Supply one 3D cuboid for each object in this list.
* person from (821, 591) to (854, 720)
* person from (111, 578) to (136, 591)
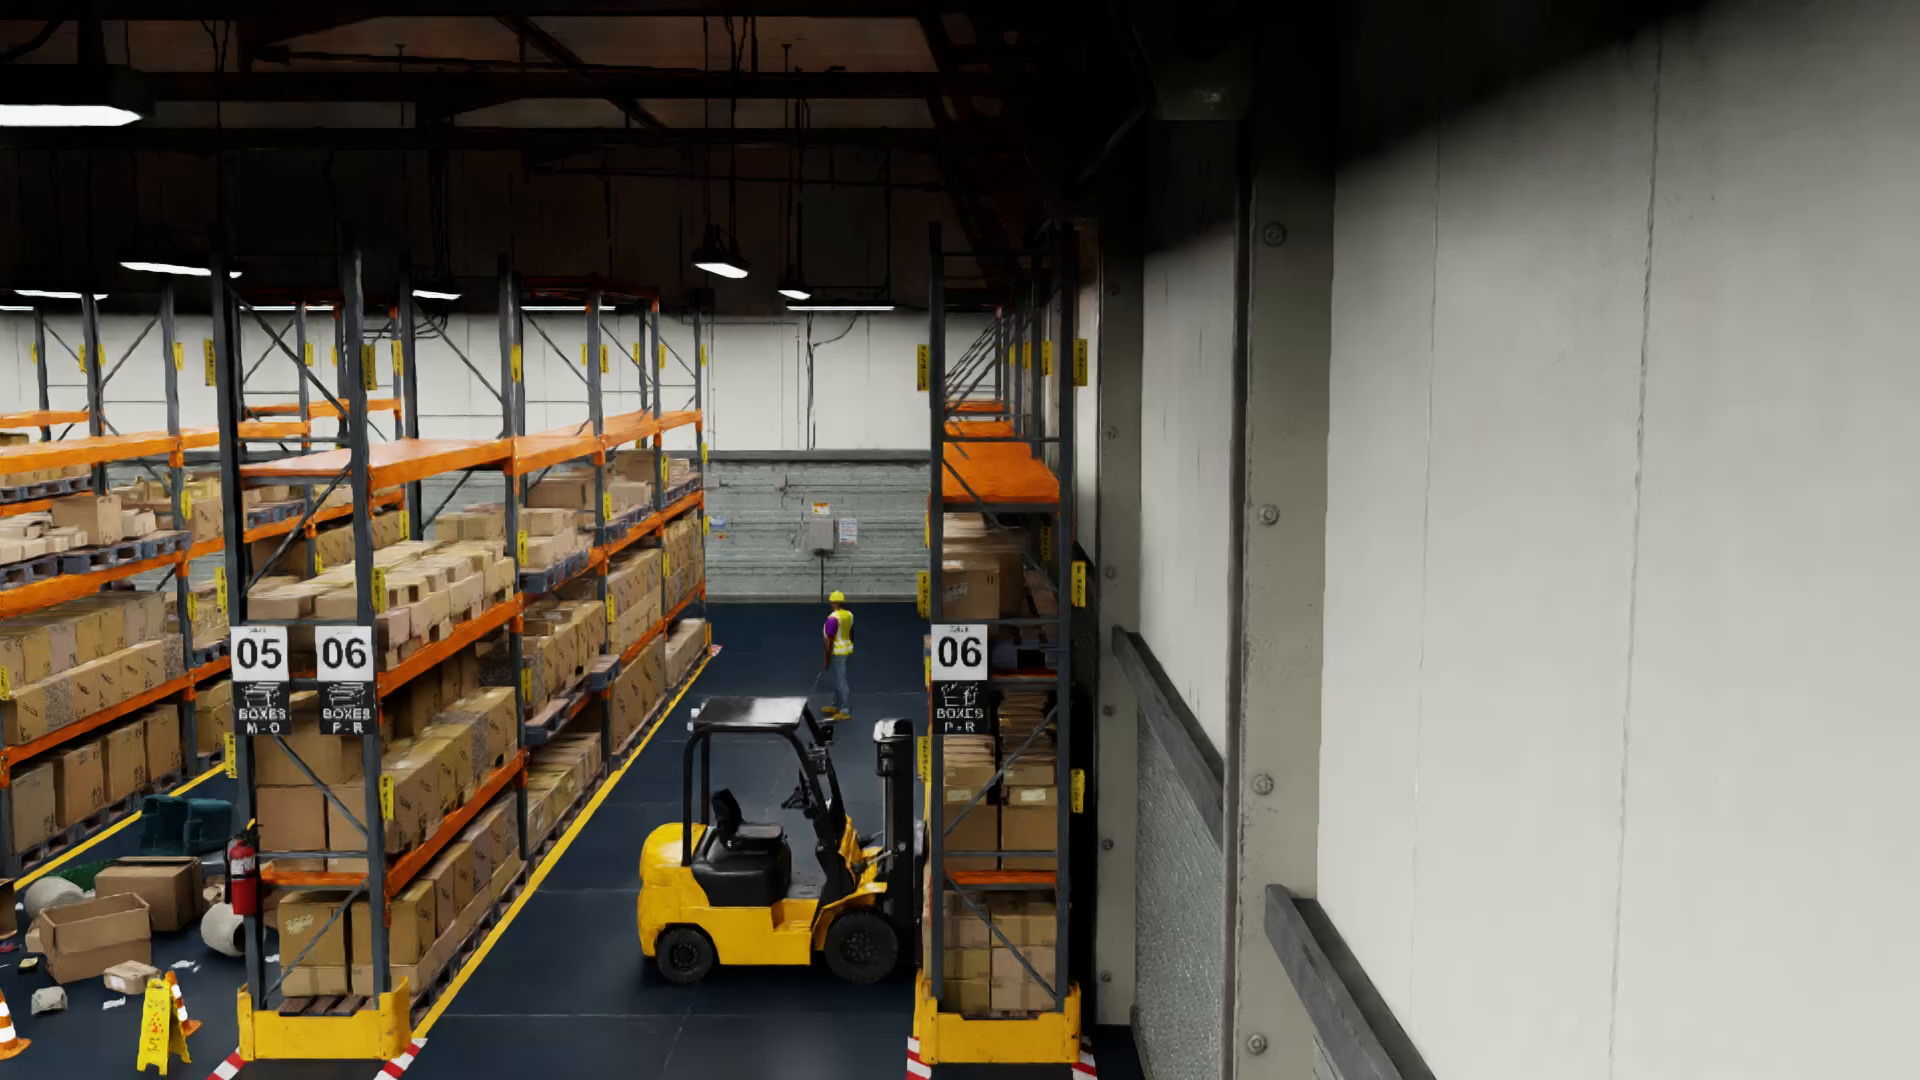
[{"bbox_3d":[-1.723,1.577,23.161,0.591,1.763,0.685,2,7,20],"label":"person"},{"bbox_3d":[-13.080,1.261,25.790,0.548,1.781,0.631,4,8,28],"label":"person"}]
